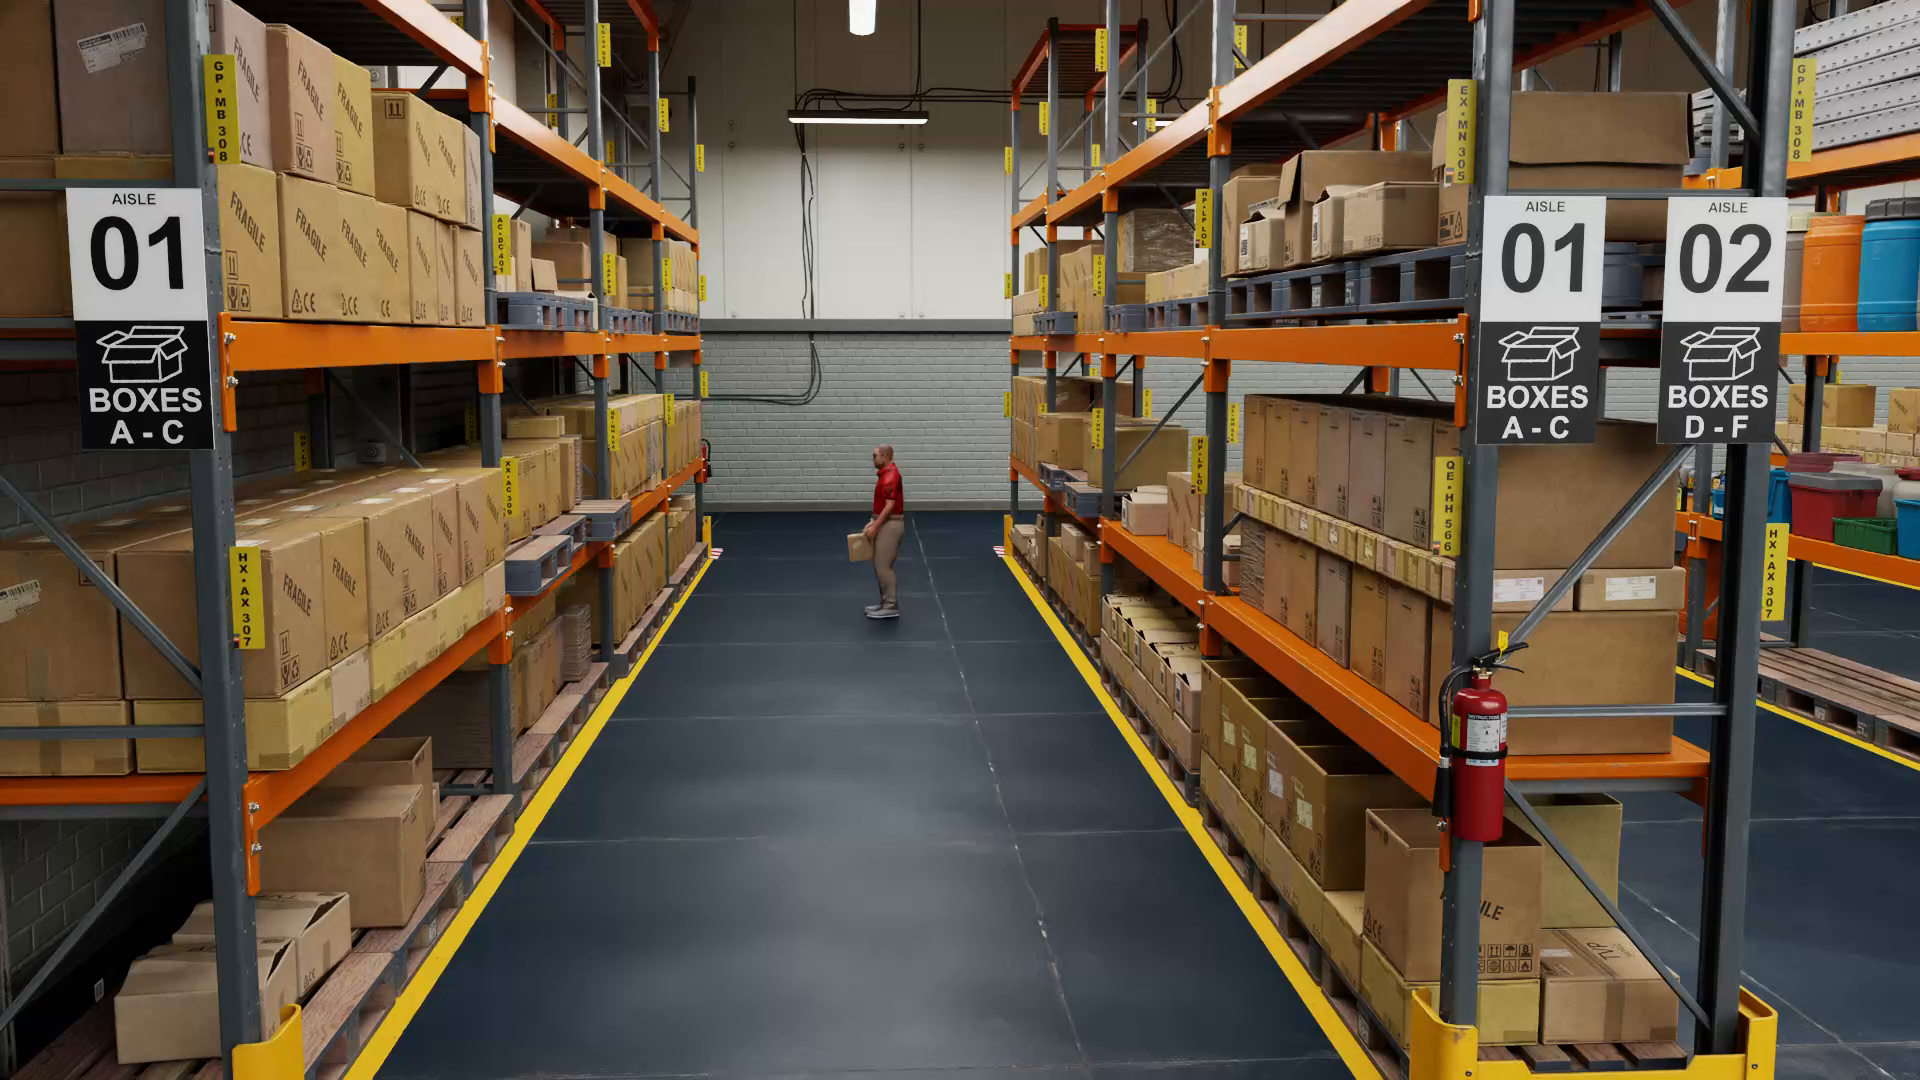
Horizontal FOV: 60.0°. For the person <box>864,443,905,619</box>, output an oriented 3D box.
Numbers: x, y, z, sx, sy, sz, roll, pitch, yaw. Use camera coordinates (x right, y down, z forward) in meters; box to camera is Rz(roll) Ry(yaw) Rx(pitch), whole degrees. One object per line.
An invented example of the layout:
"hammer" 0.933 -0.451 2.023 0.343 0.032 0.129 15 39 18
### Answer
"person" -0.761 -0.099 16.604 0.397 1.733 0.547 -1 7 -5
